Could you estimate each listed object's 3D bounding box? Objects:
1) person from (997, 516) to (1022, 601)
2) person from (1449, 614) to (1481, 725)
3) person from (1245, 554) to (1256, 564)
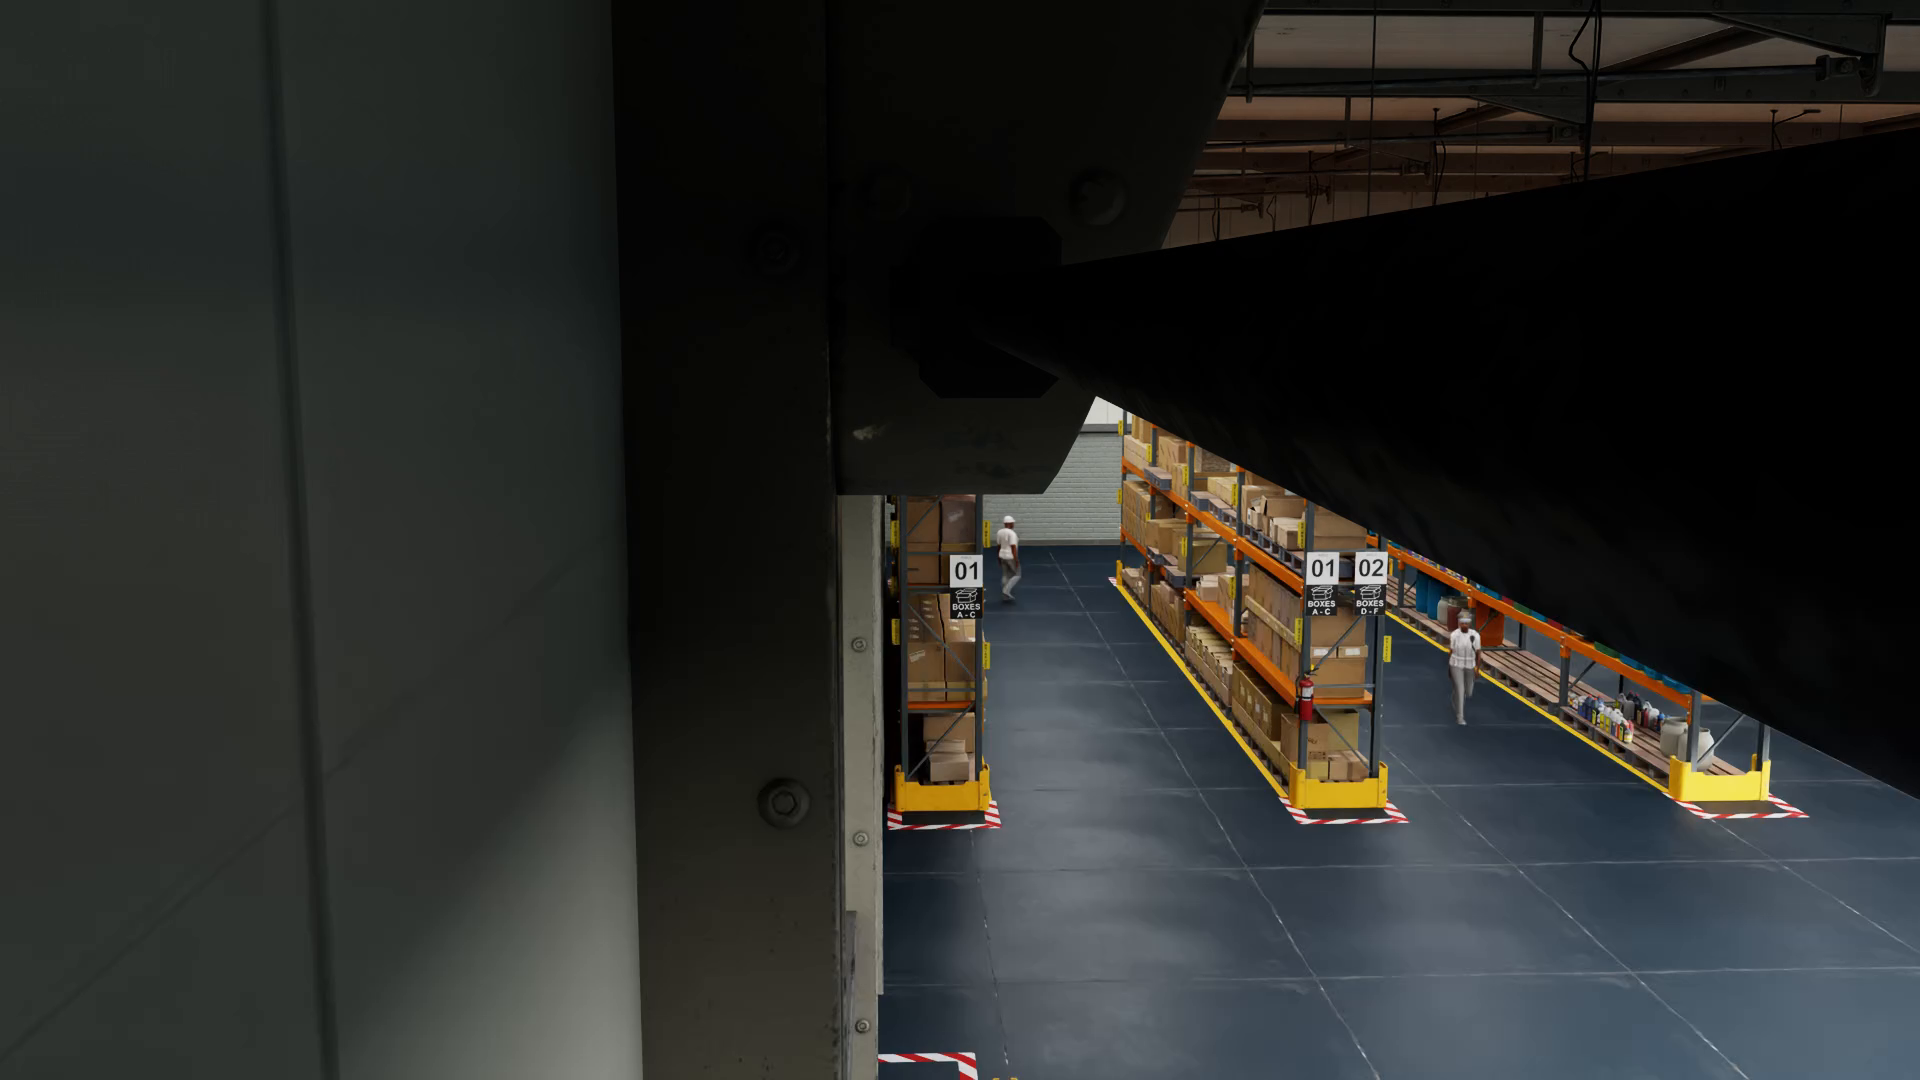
[{"bbox_3d":[0.983,0.383,34.460,0.486,1.768,0.609,-6,11,-37],"label":"person"},{"bbox_3d":[7.478,1.864,24.773,0.453,1.640,0.863,-1,8,-5],"label":"person"},{"bbox_3d":[6.890,-0.202,38.970,0.707,1.578,0.467,2,9,16],"label":"person"}]
